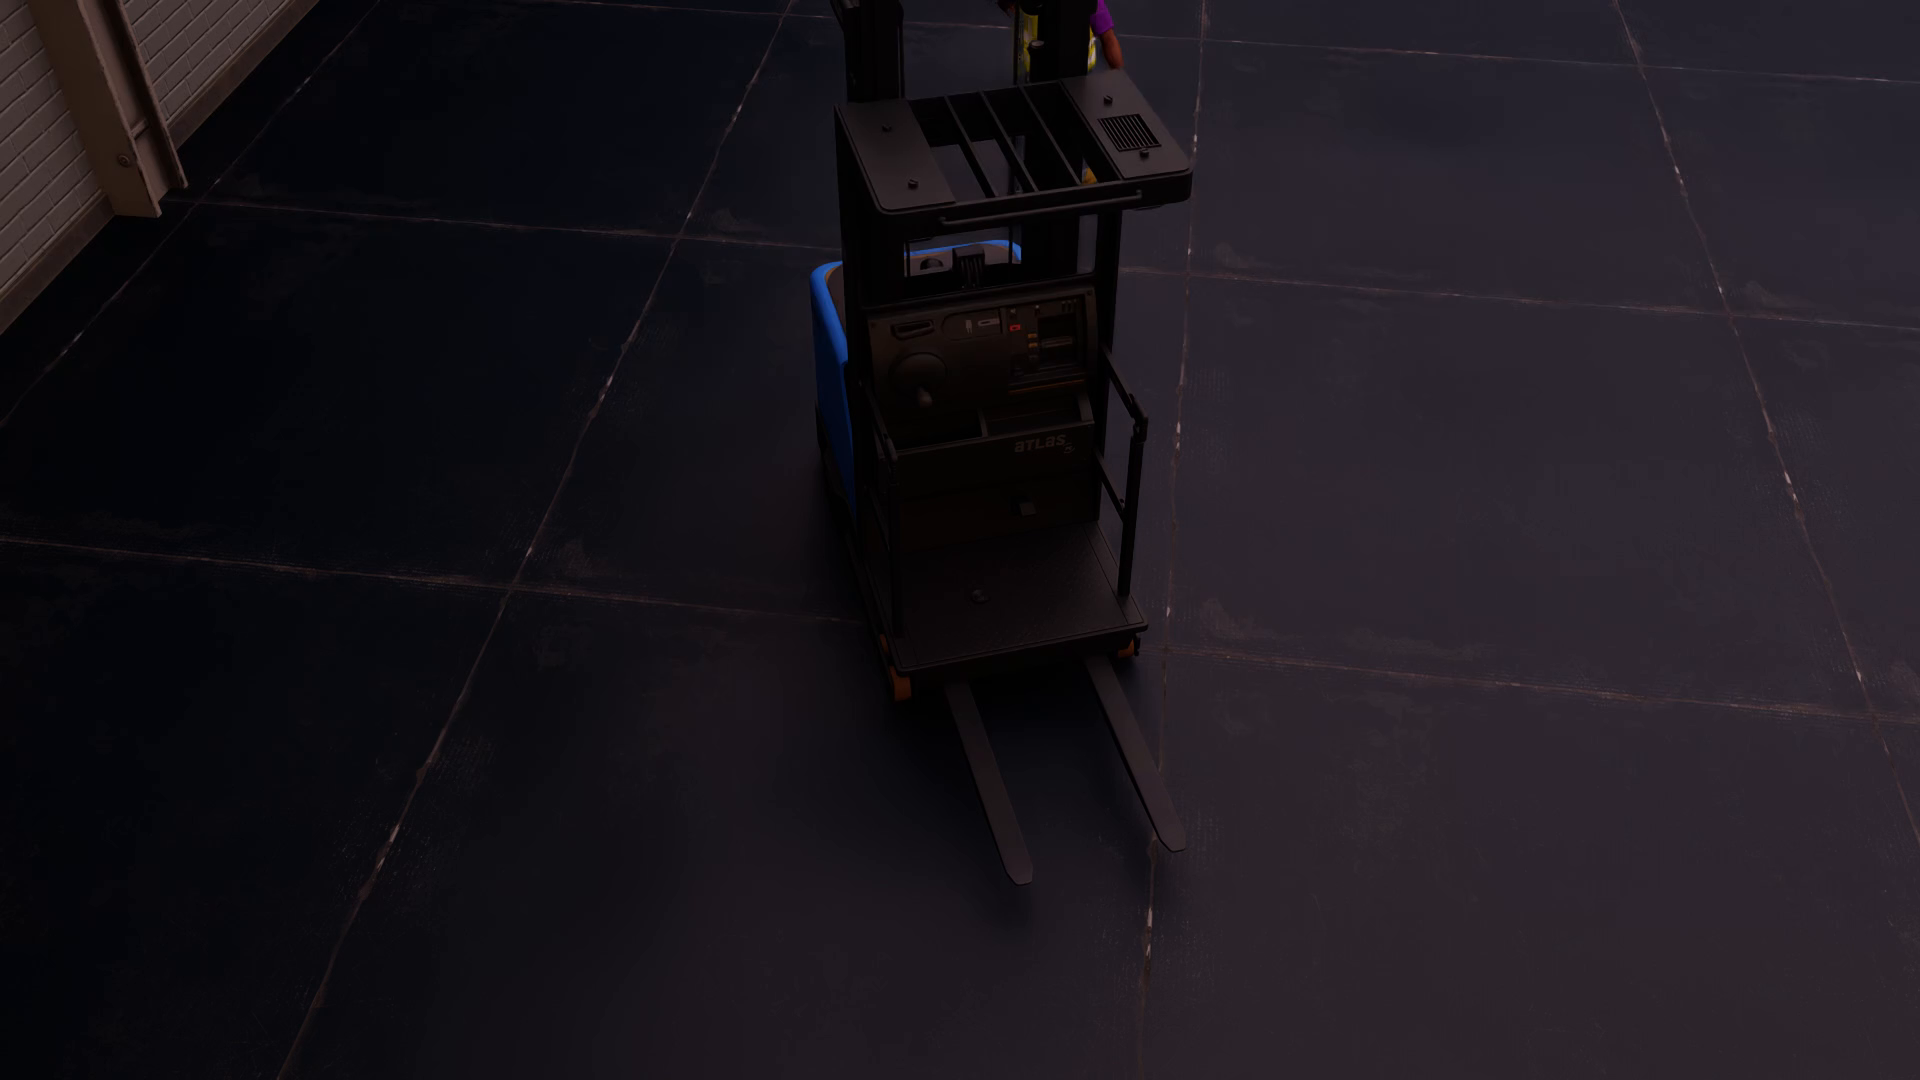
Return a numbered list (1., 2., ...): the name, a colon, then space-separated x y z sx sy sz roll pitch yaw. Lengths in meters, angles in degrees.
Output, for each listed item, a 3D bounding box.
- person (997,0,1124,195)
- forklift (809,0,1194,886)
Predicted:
1. person: 0.595 -2.775 9.623 0.968 1.743 0.731 17 45 17
2. forklift: 0.153 -0.681 6.465 1.130 2.935 3.031 -10 44 -11
